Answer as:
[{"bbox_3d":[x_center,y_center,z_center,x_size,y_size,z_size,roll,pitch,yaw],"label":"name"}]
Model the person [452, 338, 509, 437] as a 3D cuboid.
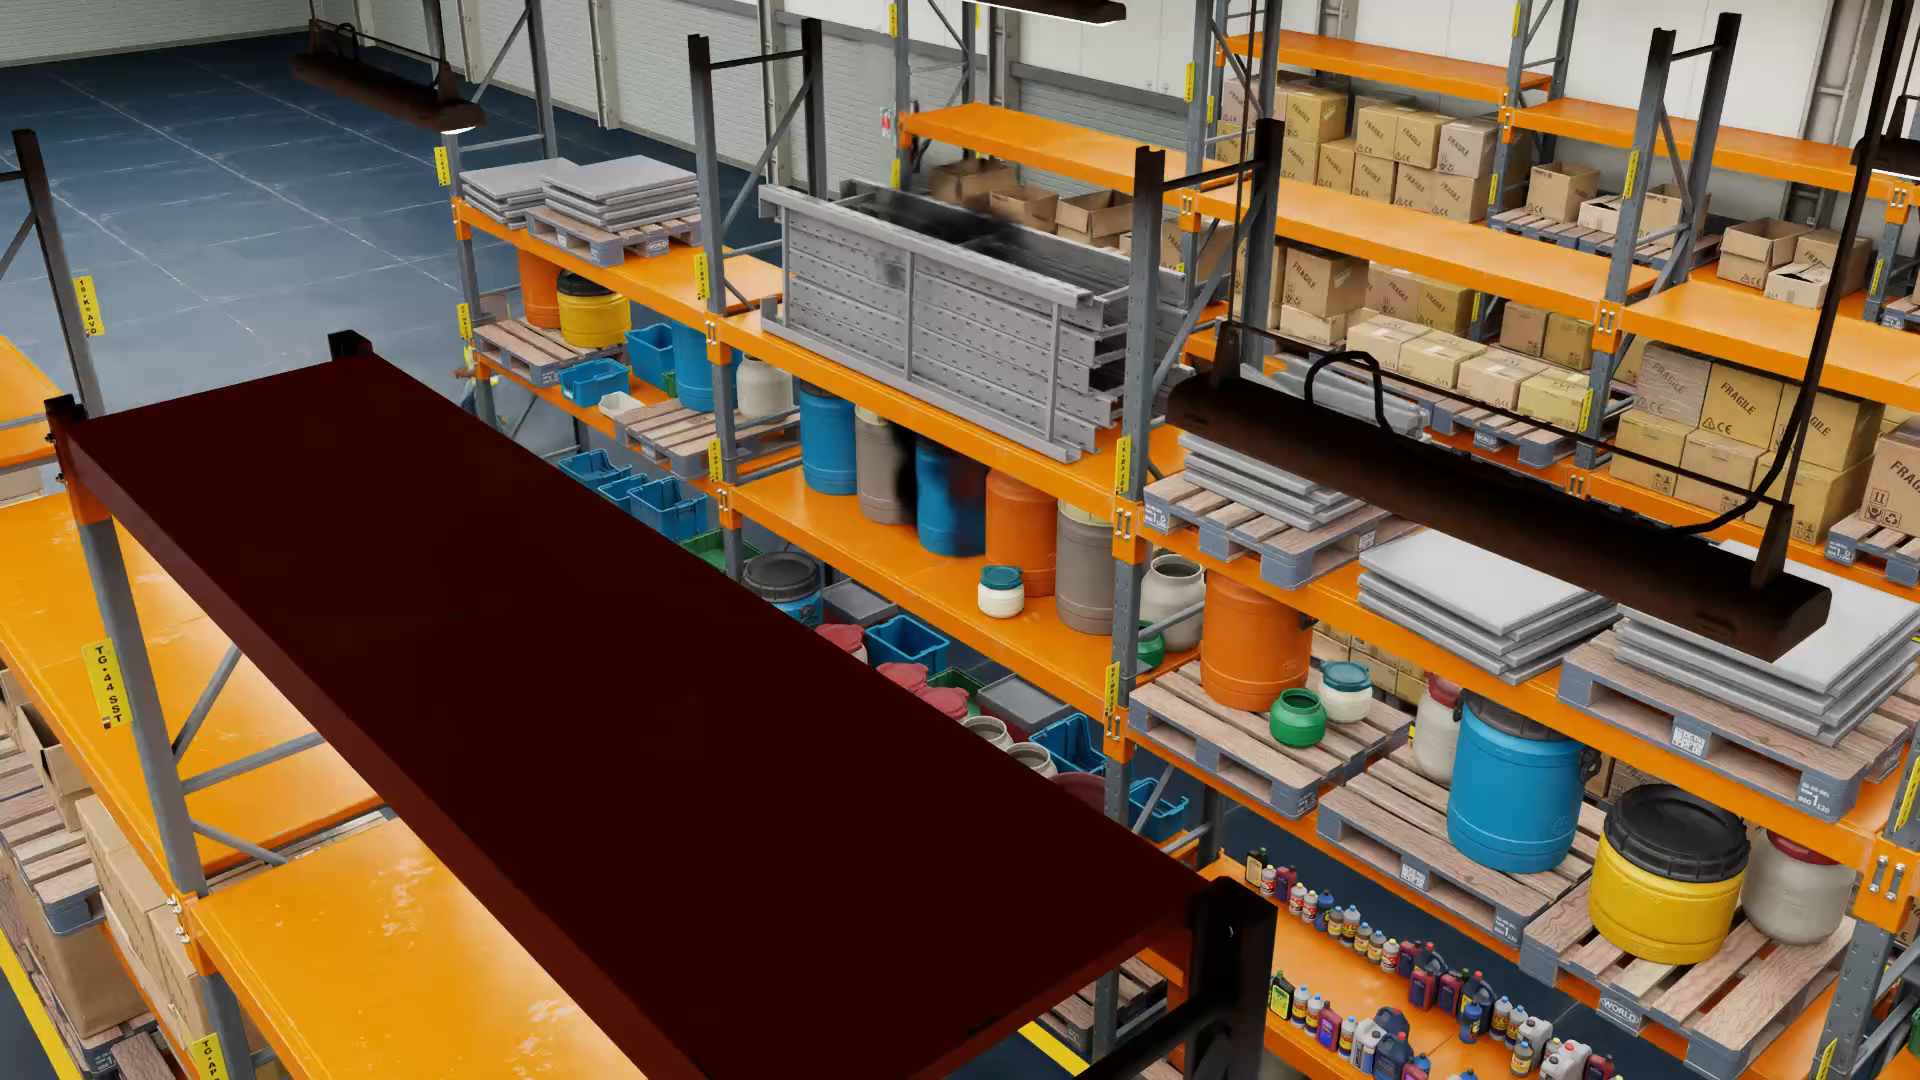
[{"bbox_3d":[-5.583,-1.852,19.297,0.597,1.721,0.690,-12,29,-22],"label":"person"}]
